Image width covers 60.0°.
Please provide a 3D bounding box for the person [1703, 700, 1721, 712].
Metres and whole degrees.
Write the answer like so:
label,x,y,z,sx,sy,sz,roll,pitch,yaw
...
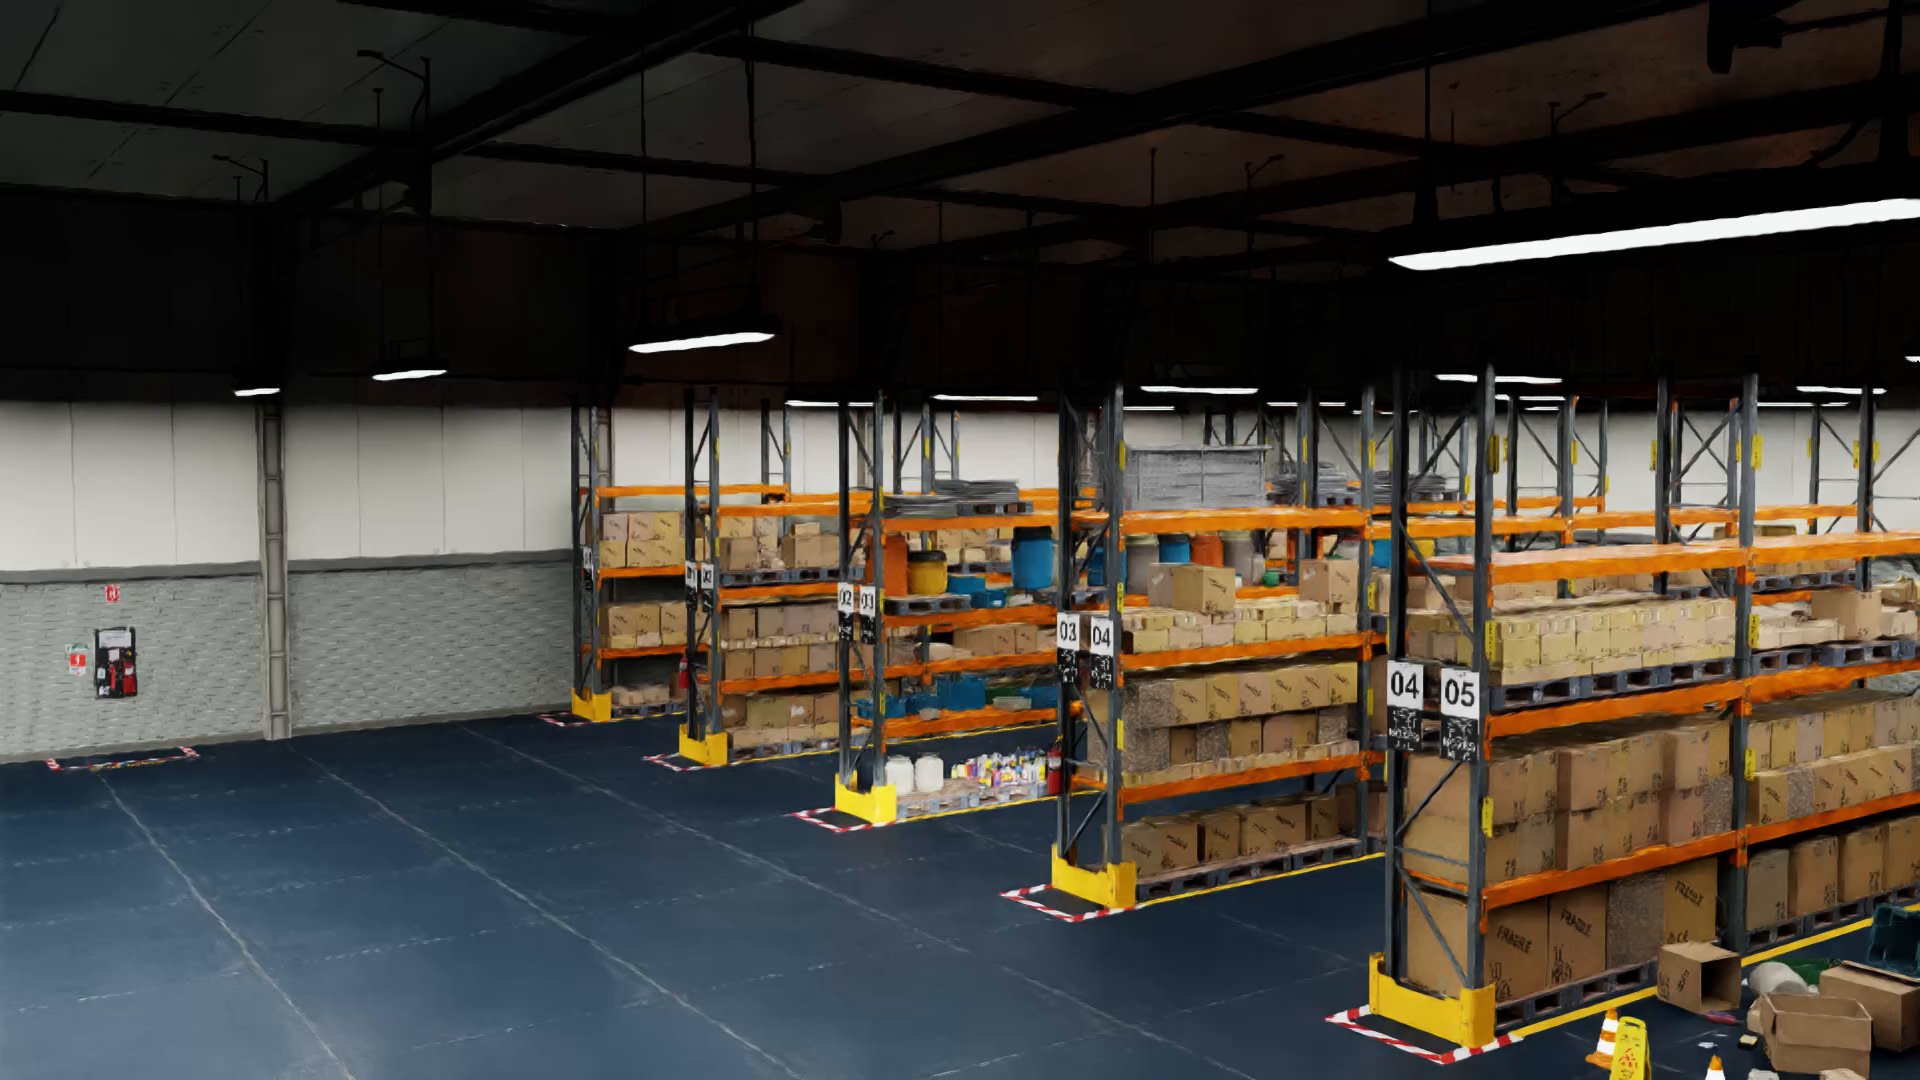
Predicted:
label,x,y,z,sx,sy,sz,roll,pitch,yaw
person,10.224,2.943,22.618,1.095,1.672,0.541,-3,4,-36
